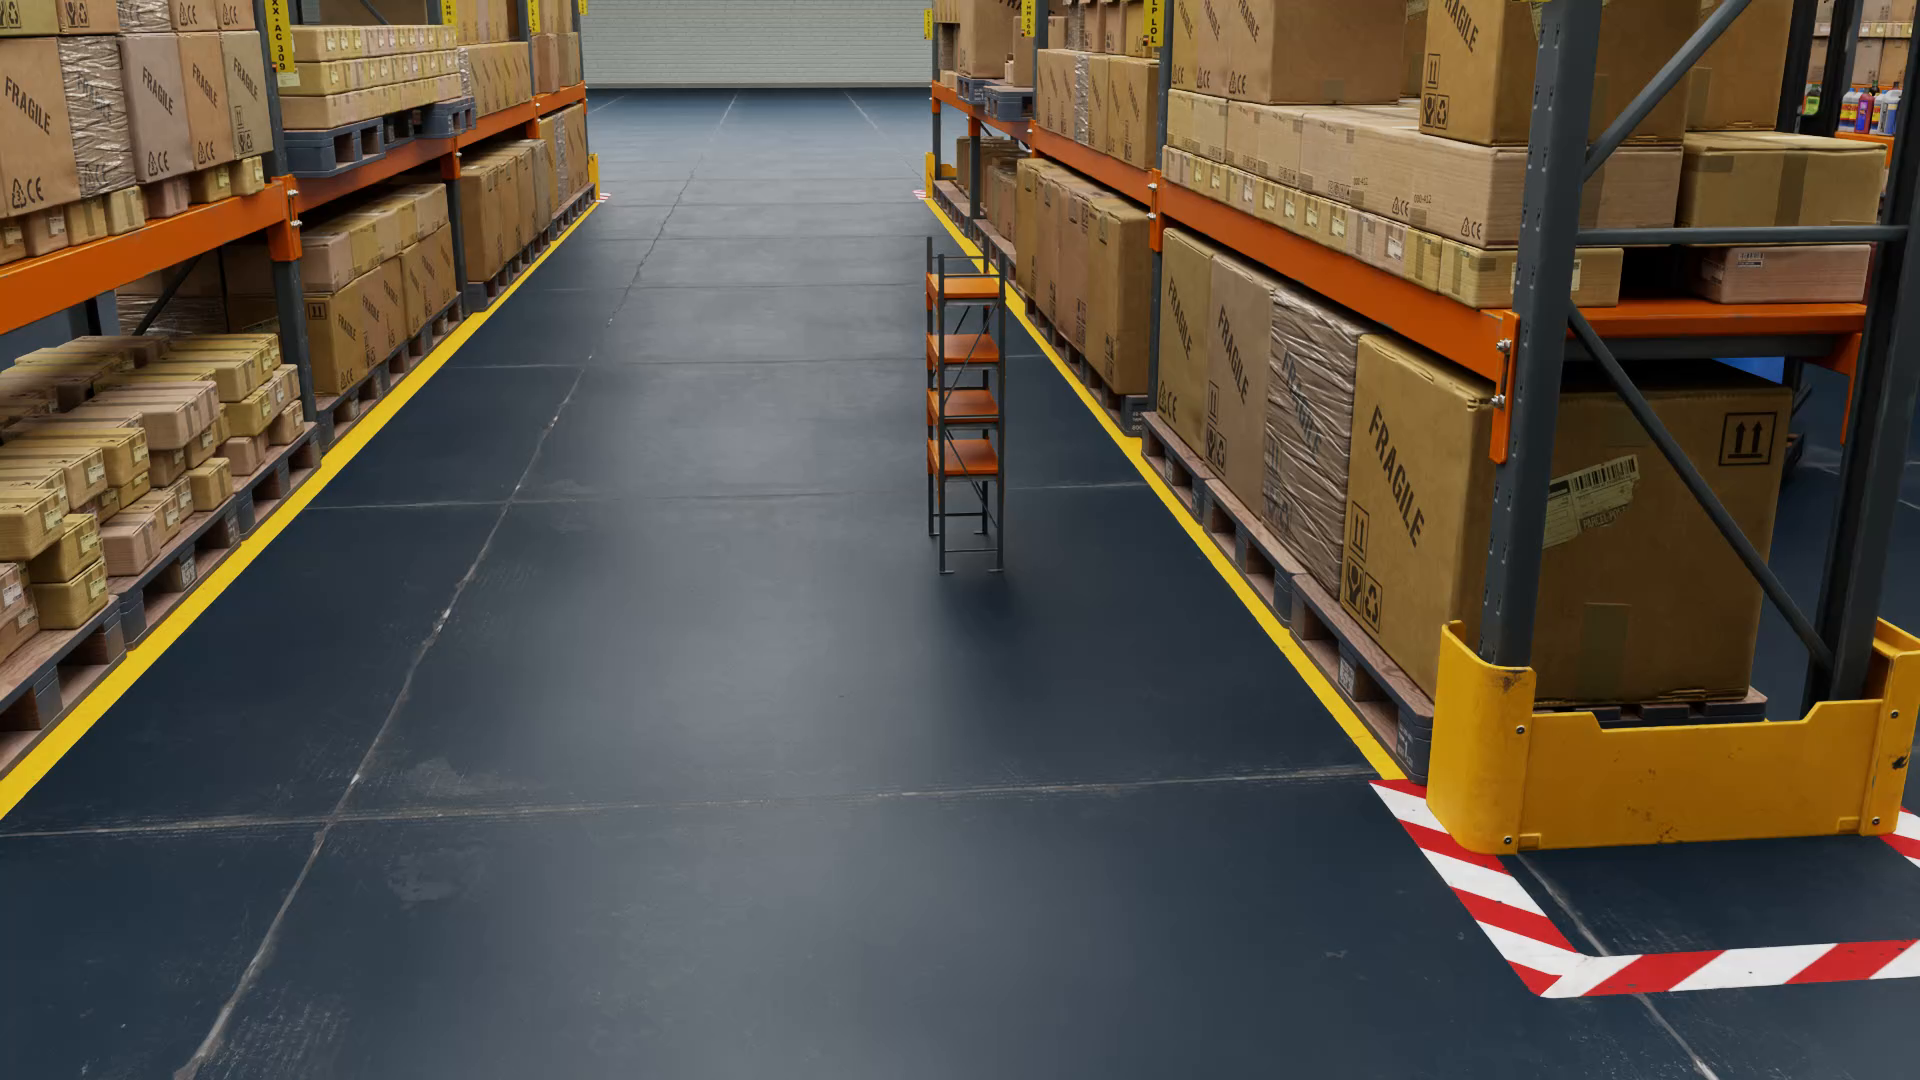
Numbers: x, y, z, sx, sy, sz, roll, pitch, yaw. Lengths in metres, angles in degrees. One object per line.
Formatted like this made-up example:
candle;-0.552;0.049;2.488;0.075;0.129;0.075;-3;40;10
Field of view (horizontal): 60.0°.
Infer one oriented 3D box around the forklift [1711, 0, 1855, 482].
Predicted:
forklift;3.290;-1.755;7.375;1.130;2.935;3.031;11;20;31

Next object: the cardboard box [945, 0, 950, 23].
cardboard box;0.123;-5.531;16.953;0.500;0.500;0.500;-2;18;-6

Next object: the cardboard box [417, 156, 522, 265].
cardboard box;-4.003;-2.548;12.841;1.050;0.750;0.750;-2;17;-5

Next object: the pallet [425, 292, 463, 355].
pallet;-3.857;-1.413;10.827;1.003;0.211;1.213;-2;18;-6

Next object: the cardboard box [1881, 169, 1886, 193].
cardboard box;10.076;-3.914;18.026;0.500;0.250;0.500;-2;18;-6

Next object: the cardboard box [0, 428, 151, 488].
cardboard box;-2.983;-0.275;5.611;0.380;0.149;0.250;-2;17;-5

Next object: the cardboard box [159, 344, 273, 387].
cardboard box;-3.162;-0.736;7.079;0.380;0.149;0.250;-2;17;-5

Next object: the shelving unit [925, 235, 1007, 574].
shelving unit;0.017;-0.523;6.340;0.258;1.200;0.503;-2;18;-6

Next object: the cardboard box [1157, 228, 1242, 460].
cardboard box;1.409;-0.896;7.368;0.875;0.875;0.875;-2;18;-6

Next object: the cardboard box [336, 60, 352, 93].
cardboard box;-3.136;-2.216;7.950;0.380;0.149;0.250;-2;18;-7

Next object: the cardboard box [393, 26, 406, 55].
cardboard box;-3.273;-2.746;9.142;0.380;0.149;0.250;-1;17;-4

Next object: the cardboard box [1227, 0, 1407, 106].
cardboard box;1.317;-1.884;6.171;0.500;0.500;0.500;-2;18;-7

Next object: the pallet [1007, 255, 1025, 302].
pallet;0.928;-2.002;12.702;1.003;0.211;1.213;-2;18;-6

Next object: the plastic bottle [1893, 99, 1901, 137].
plastic bottle;5.813;-2.629;10.127;0.144;0.351;0.185;-2;18;-6

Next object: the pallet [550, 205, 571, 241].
pallet;-4.350;-3.067;16.094;1.003;0.211;1.213;-2;18;-6

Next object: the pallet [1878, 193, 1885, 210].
pallet;10.409;-3.504;17.487;1.003;0.211;1.213;-2;18;-6

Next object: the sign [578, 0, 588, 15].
sign;-4.220;-6.038;18.574;0.100;0.325;0.005;-2;18;-6

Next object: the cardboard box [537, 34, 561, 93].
cardboard box;-4.417;-4.677;16.317;0.875;0.550;0.550;-2;18;-6

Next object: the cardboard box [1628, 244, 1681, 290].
cardboard box;2.096;-0.789;4.601;0.380;0.149;0.250;-2;18;-6

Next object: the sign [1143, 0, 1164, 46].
sign;0.881;-2.403;7.523;0.100;0.325;0.005;-2;18;-6

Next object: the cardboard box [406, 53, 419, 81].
cardboard box;-3.297;-2.682;9.433;0.380;0.149;0.250;-1;17;-4

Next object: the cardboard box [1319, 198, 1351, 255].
cardboard box;1.362;-0.997;5.263;0.380;0.149;0.250;-2;18;-7

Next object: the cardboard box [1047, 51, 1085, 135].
cardboard box;0.843;-2.841;10.551;0.500;0.500;0.500;-2;18;-7

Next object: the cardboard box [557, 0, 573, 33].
cardboard box;-4.613;-5.674;17.690;0.875;0.550;0.550;-2;18;-6

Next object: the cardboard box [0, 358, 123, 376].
cardboard box;-3.650;-0.642;6.780;0.380;0.149;0.250;-2;18;-6

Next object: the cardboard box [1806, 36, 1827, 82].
cardboard box;10.131;-5.540;19.149;0.700;0.500;0.500;-1;17;-4

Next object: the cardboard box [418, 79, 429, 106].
cardboard box;-3.326;-2.619;9.731;0.380;0.149;0.250;-3;18;-8

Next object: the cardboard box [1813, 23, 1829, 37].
cardboard box;9.941;-5.794;18.874;0.380;0.149;0.250;-2;18;-6

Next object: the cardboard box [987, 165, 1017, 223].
cardboard box;0.637;-3.125;15.063;0.700;0.500;0.500;-3;18;-10

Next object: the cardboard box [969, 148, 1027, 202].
cardboard box;0.385;-3.773;17.158;0.500;0.500;0.500;-3;18;-11

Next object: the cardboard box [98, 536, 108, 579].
cardboard box;-3.026;0.099;5.413;0.380;0.149;0.250;-2;18;-5

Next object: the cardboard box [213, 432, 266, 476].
cardboard box;-3.109;-0.362;6.881;0.380;0.149;0.250;-2;18;-7

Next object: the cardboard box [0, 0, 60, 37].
cardboard box;-2.983;-1.708;4.776;0.500;0.500;0.500;-2;18;-7

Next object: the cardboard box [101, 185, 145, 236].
cardboard box;-3.029;-1.124;5.668;0.380;0.149;0.250;-1;17;-5

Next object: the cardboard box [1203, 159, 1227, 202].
cardboard box;1.204;-1.455;6.722;0.380;0.149;0.250;-2;18;-7

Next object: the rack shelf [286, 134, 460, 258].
rack shelf;-3.730;-2.038;9.360;1.077;0.370;4.000;-2;18;-6

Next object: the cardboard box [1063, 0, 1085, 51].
cardboard box;1.067;-3.408;10.682;0.797;0.503;0.637;-1;17;-4

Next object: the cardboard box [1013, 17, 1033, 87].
cardboard box;0.755;-3.671;12.493;0.700;0.500;0.500;1;17;3

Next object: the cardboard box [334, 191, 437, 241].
cardboard box;-3.542;-1.996;10.249;0.500;0.250;0.500;-2;17;-5

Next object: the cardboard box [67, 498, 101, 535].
cardboard box;-3.036;-0.049;5.386;0.380;0.149;0.250;-3;18;-8

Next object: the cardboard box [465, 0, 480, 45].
cardboard box;-4.134;-4.091;12.864;0.700;0.500;0.500;-2;18;-6

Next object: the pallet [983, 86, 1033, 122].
pallet;0.828;-3.217;12.237;1.213;0.211;1.003;-2;18;-6

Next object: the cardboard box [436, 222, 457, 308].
cardboard box;-3.608;-1.796;10.863;0.500;0.500;0.500;-2;18;-6

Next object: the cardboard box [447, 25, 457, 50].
cardboard box;-3.430;-3.209;10.616;0.380;0.149;0.250;-2;18;-8

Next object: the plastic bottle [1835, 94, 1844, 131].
plastic bottle;5.697;-2.810;10.816;0.061;0.283;0.133;-2;18;-6

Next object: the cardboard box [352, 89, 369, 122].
cardboard box;-3.163;-2.154;8.249;0.380;0.149;0.250;-2;18;-5

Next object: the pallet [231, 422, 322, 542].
pallet;-3.419;-0.256;7.139;1.003;0.211;1.213;-2;18;-6

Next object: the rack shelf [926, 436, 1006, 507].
rack shelf;0.017;-0.270;6.420;0.258;0.148;0.480;-2;18;-6

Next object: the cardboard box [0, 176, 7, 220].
cardboard box;-2.963;-1.084;4.458;0.500;0.500;0.500;-2;18;-6

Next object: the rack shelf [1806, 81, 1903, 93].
rack shelf;10.243;-4.849;18.316;1.077;0.370;4.000;-2;18;-6

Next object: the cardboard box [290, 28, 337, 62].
cardboard box;-3.107;-2.281;7.659;0.380;0.149;0.250;-1;17;-3

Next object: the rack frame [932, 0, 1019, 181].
rack frame;0.182;-5.483;19.135;1.000;3.000;0.127;-2;18;-6

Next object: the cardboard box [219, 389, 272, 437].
cardboard box;-3.090;-0.523;6.898;0.380;0.149;0.250;-2;18;-8

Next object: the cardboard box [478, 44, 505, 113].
cardboard box;-3.870;-3.617;13.022;0.500;0.500;0.500;-2;18;-6

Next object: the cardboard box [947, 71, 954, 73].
cardboard box;0.057;-4.973;17.928;0.380;0.149;0.250;-2;18;-6

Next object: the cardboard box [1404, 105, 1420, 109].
cardboard box;1.884;-1.398;5.875;0.500;0.250;0.500;-2;18;-7

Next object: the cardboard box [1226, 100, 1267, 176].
cardboard box;1.313;-1.528;6.290;0.500;0.250;0.500;-1;17;-4
